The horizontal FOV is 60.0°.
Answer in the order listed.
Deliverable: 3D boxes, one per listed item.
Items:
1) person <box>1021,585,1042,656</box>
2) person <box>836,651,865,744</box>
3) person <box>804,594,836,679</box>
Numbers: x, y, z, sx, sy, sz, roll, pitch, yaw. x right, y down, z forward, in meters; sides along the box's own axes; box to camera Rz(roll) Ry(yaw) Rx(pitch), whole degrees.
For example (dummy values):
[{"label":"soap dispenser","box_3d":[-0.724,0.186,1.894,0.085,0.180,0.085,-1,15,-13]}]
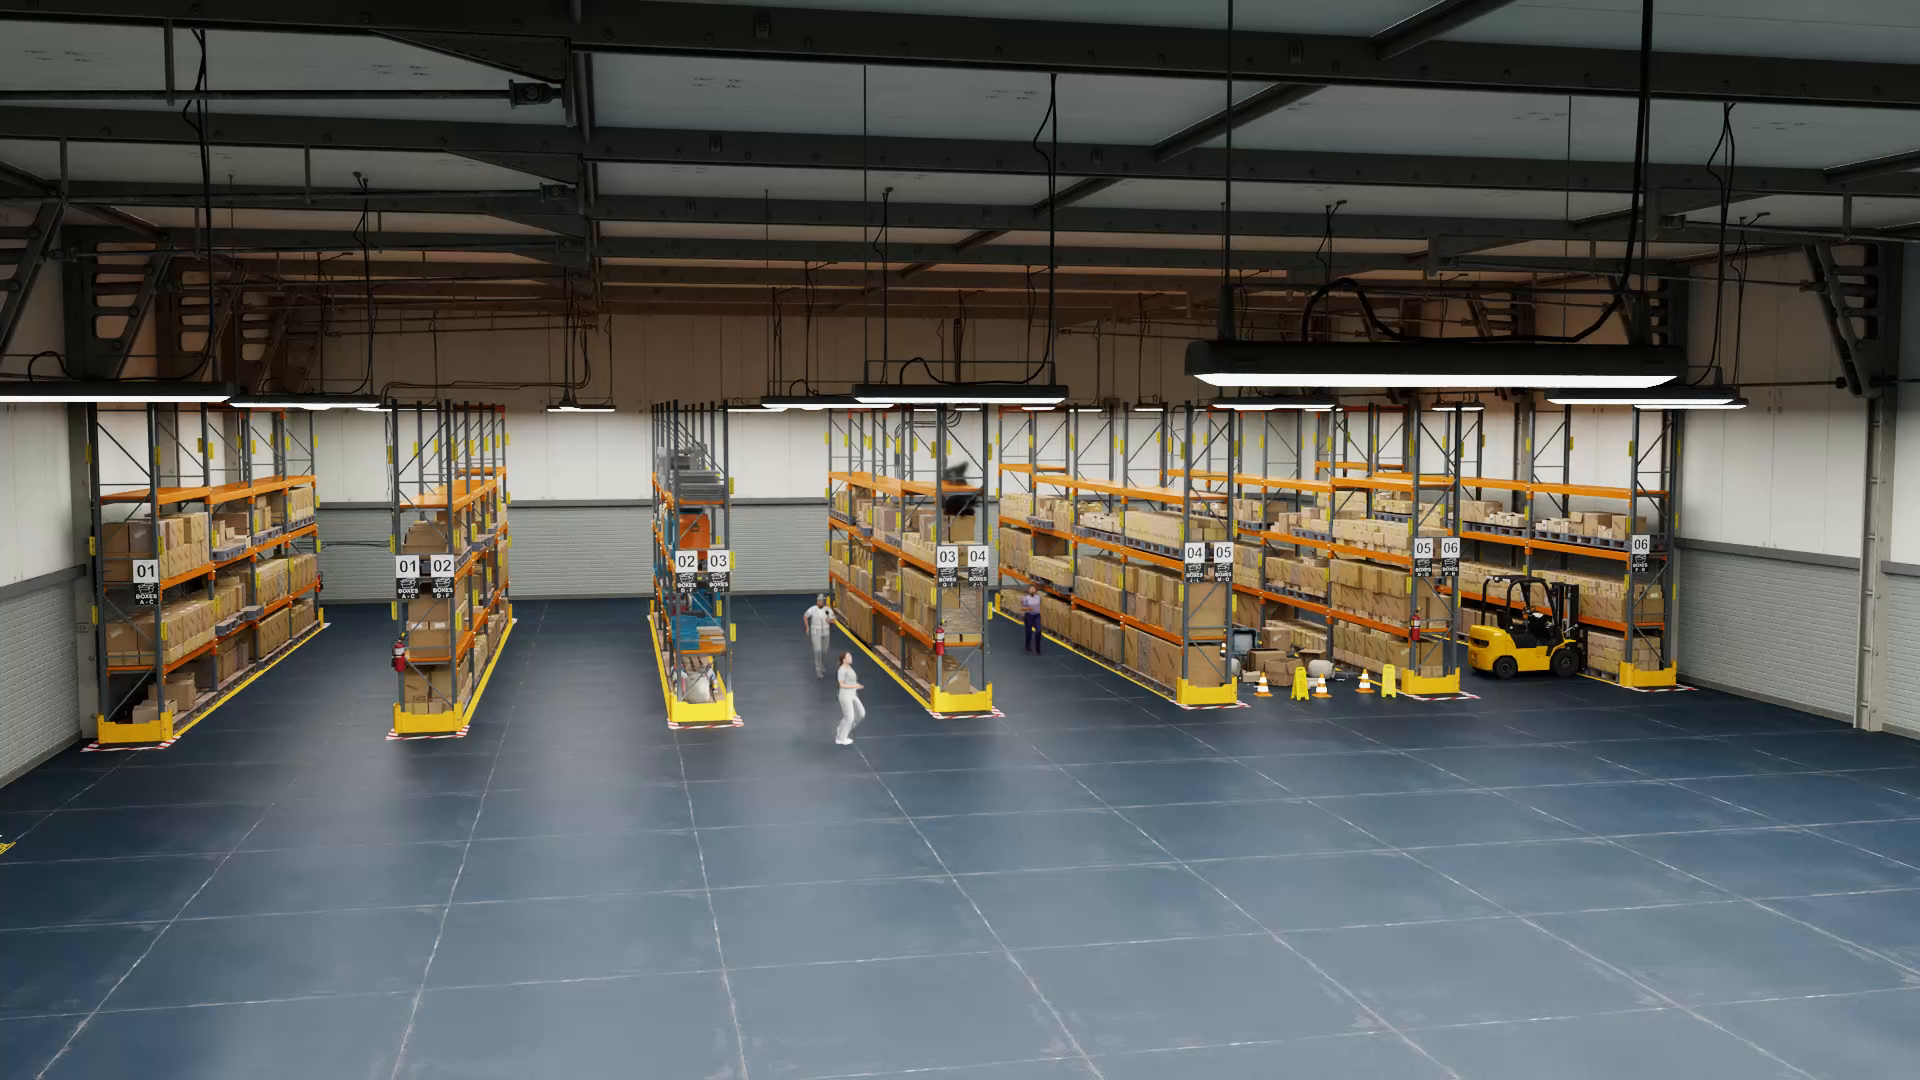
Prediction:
[{"label":"person","box_3d":[1.725,1.969,39.759,0.583,1.612,0.746,-1,4,-9]},{"label":"person","box_3d":[-1.891,2.723,28.808,0.558,1.628,0.553,1,5,18]},{"label":"person","box_3d":[-3.055,2.083,36.456,0.649,1.818,0.885,-2,5,-20]}]
